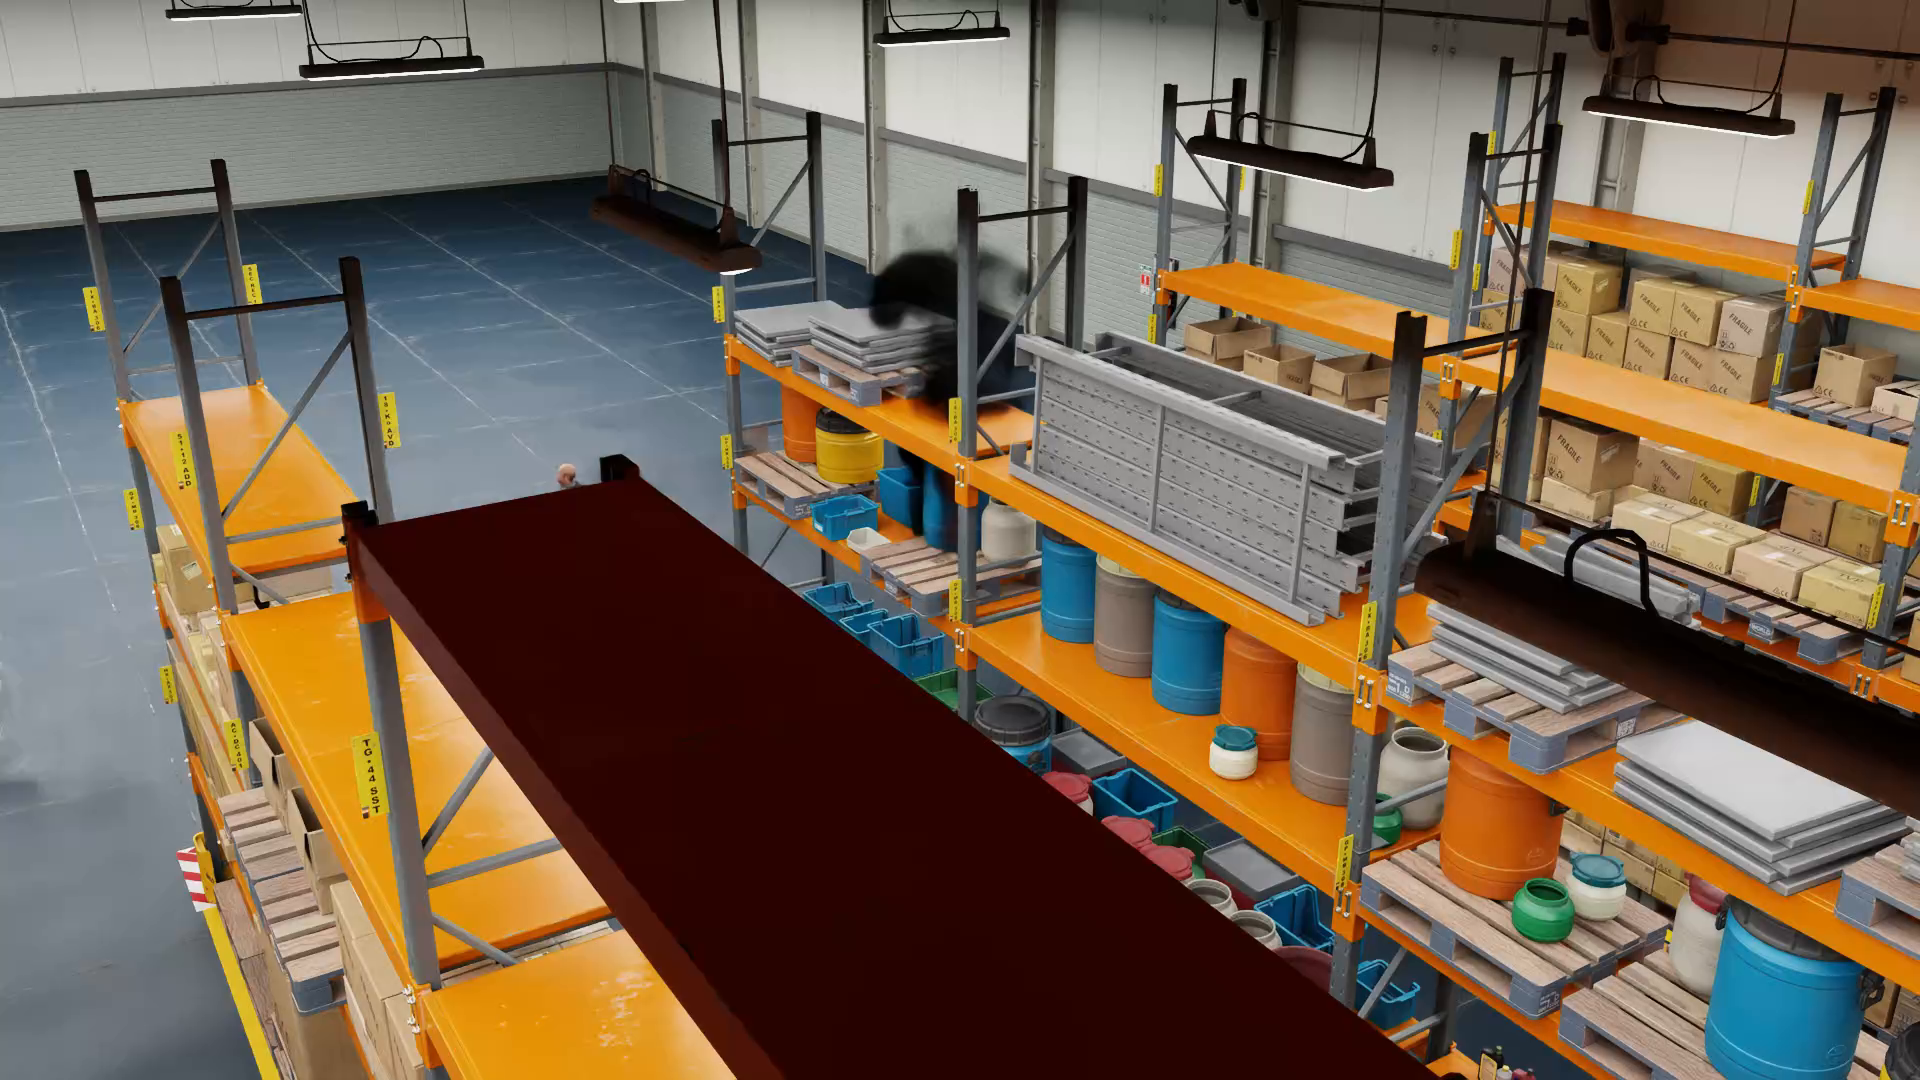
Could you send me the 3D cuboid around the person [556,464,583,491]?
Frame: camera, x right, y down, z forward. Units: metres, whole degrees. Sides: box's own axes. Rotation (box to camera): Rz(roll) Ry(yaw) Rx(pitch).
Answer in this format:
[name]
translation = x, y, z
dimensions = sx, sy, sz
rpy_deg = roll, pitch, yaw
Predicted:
[person]
translation = -4.501, -0.073, 19.223
dimensions = 0.964, 1.698, 0.662
rpy_deg = -3, 22, -7
